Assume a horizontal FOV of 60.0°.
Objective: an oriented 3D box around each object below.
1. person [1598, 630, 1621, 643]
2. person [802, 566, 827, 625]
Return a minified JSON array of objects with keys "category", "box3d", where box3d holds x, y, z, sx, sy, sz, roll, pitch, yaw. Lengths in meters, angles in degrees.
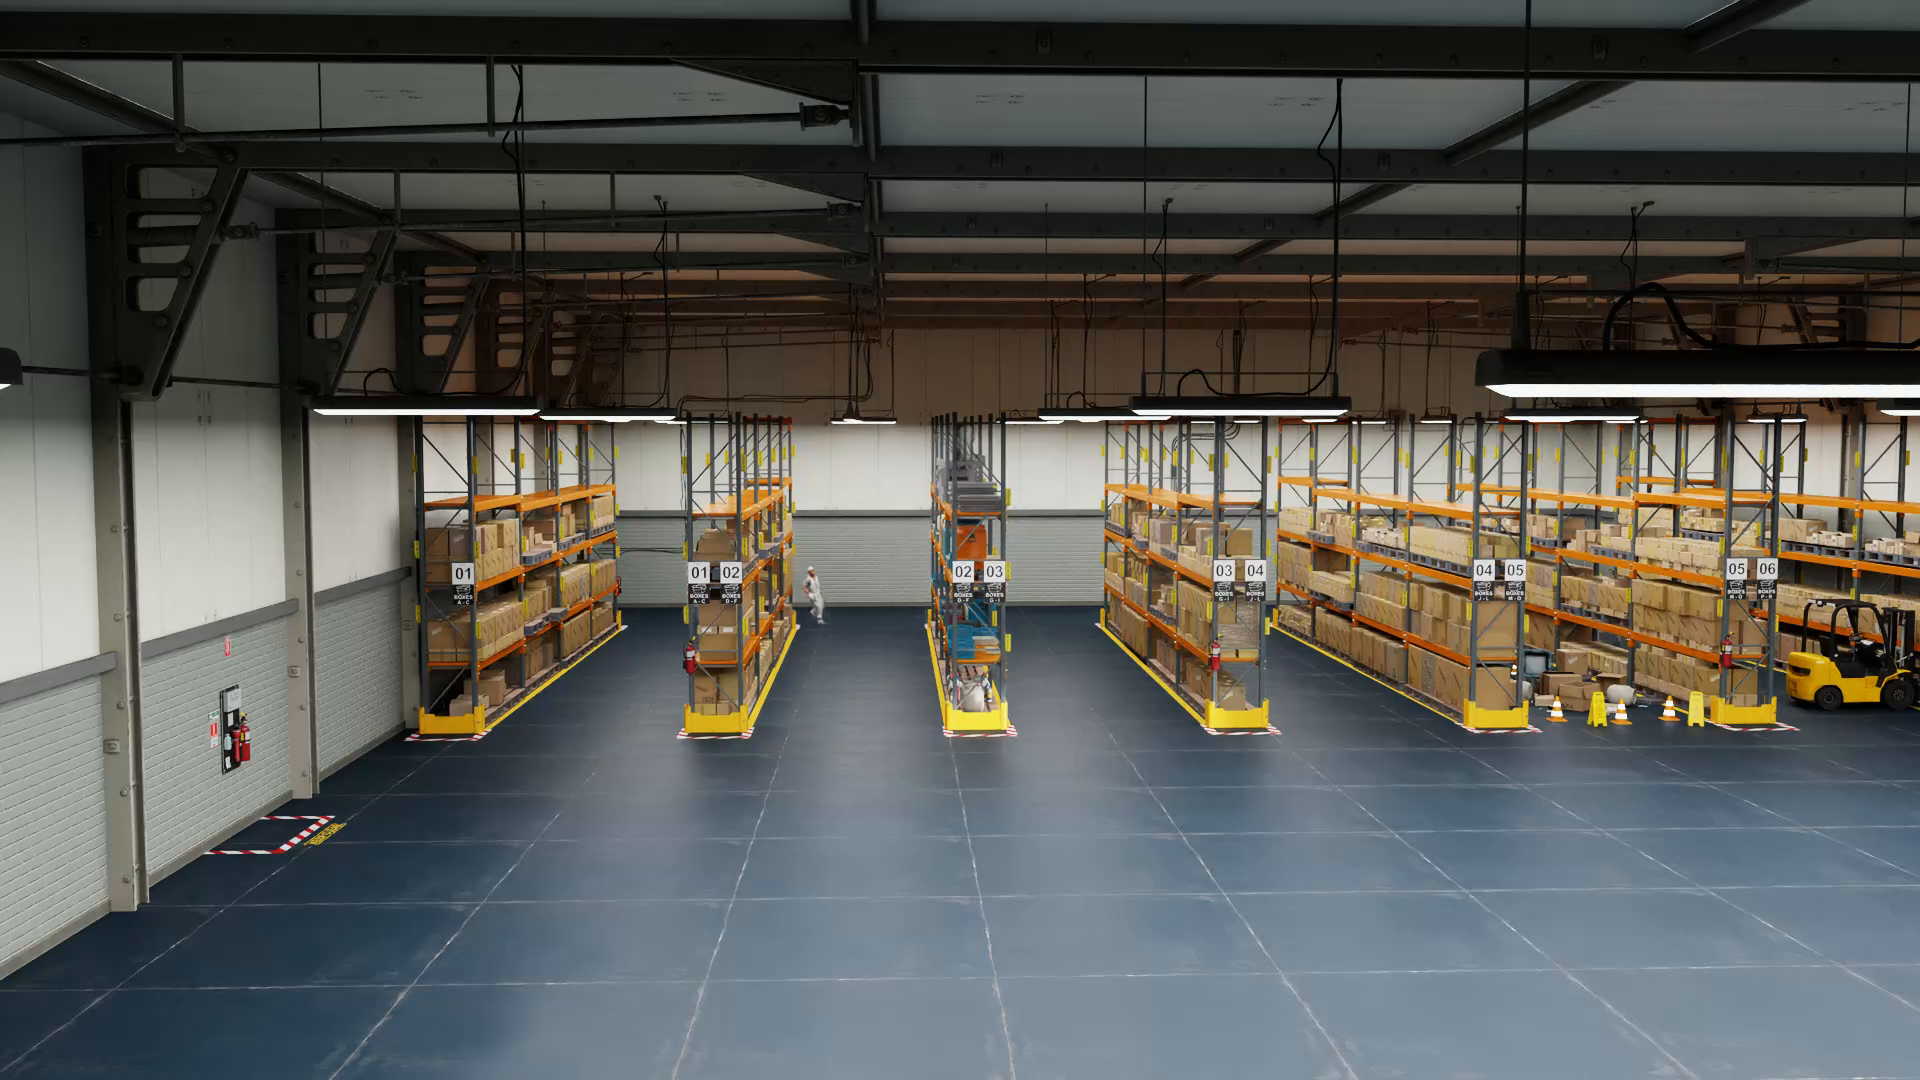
[{"category":"person","box3d":[17.147,1.900,43.915,0.519,1.743,0.799,-1,4,-14]},{"category":"person","box3d":[-4.233,1.610,47.887,0.610,1.710,0.697,3,5,36]}]
